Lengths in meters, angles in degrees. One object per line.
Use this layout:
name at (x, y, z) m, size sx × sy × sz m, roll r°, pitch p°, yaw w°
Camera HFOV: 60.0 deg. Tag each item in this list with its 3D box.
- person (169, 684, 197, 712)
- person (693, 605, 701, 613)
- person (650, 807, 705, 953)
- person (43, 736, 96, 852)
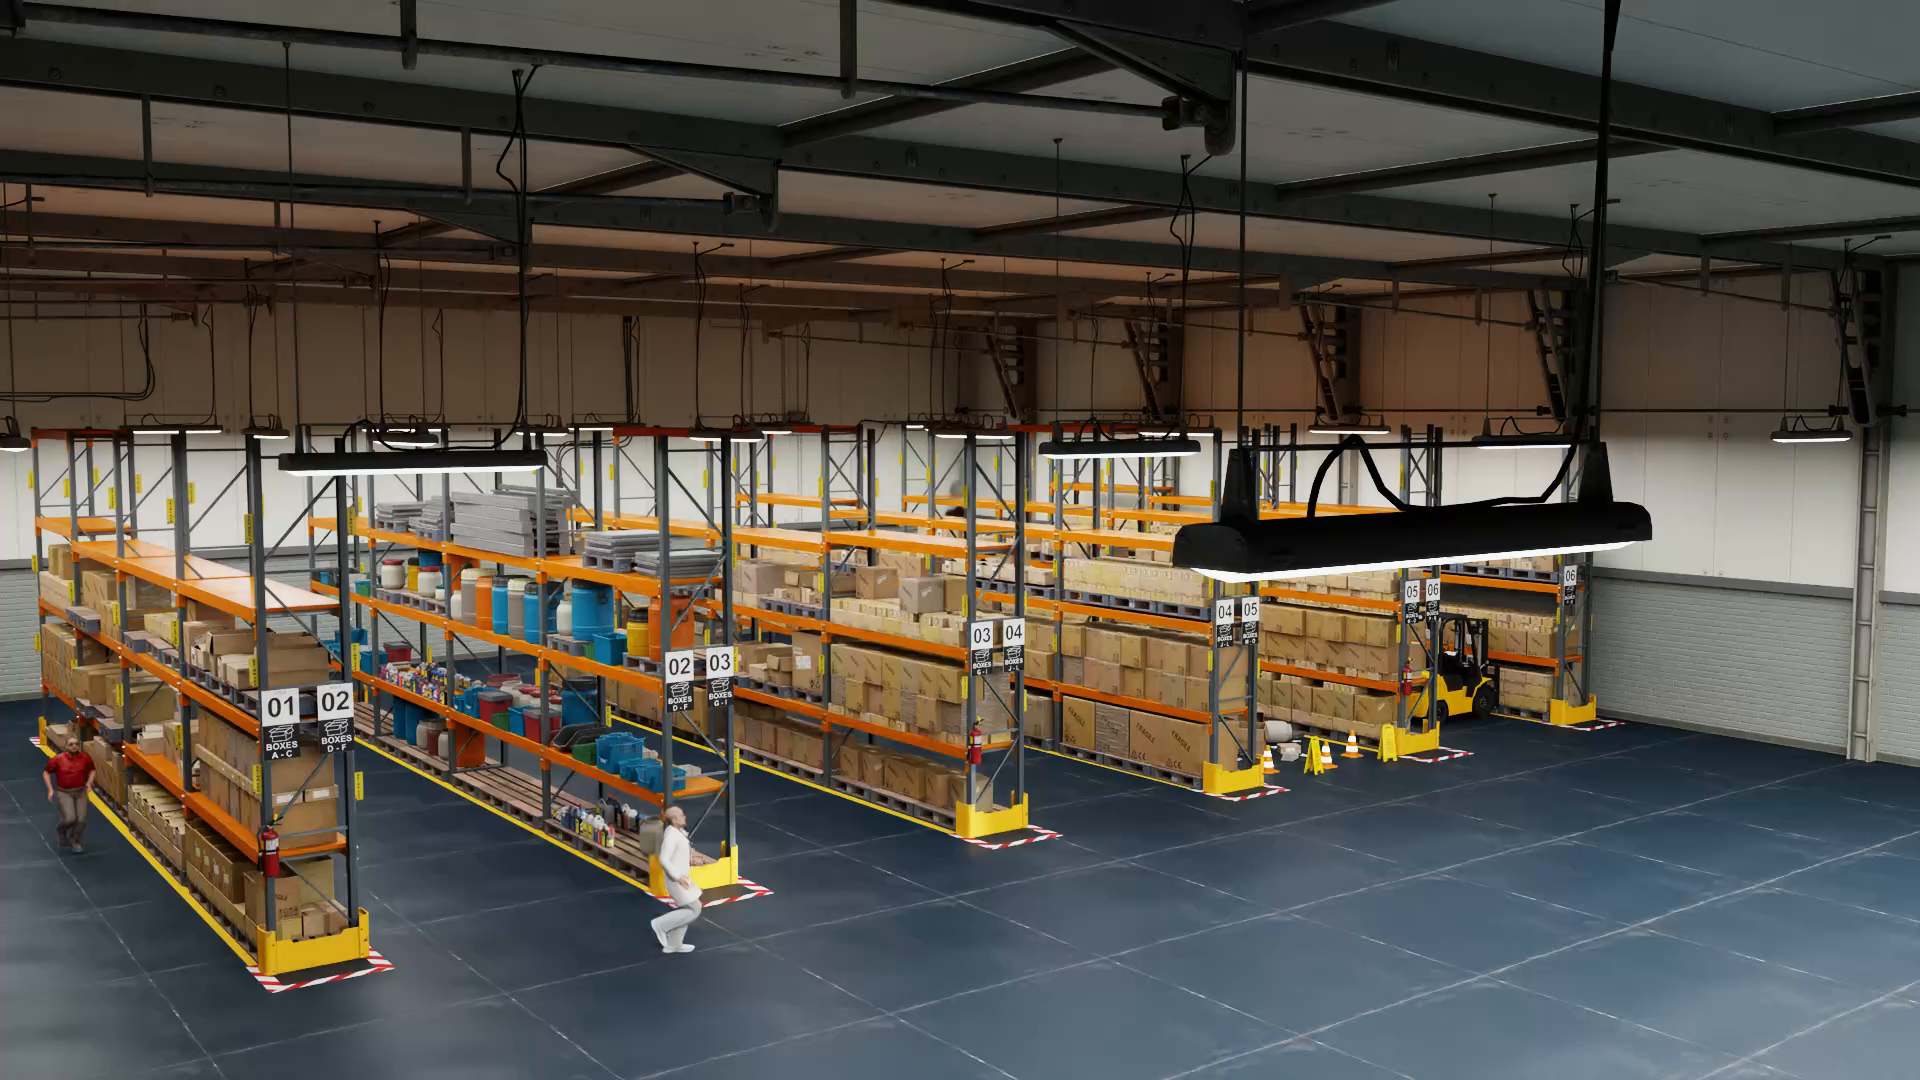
person at (-15.189, 2.922, 32.412) m, size 0.558 × 1.739 × 0.682 m, roll 3°, pitch 5°, yaw 32°
person at (-6.625, 2.358, 40.248) m, size 0.753 × 1.744 × 1.053 m, roll -3°, pitch 5°, yaw -31°
person at (-3.278, 3.957, 19.333) m, size 0.648 × 1.731 × 0.720 m, roll -1°, pitch 5°, yaw -12°
person at (-12.636, 3.634, 23.696) m, size 0.651 × 1.678 × 0.599 m, roll -4°, pitch 6°, yaw -44°
